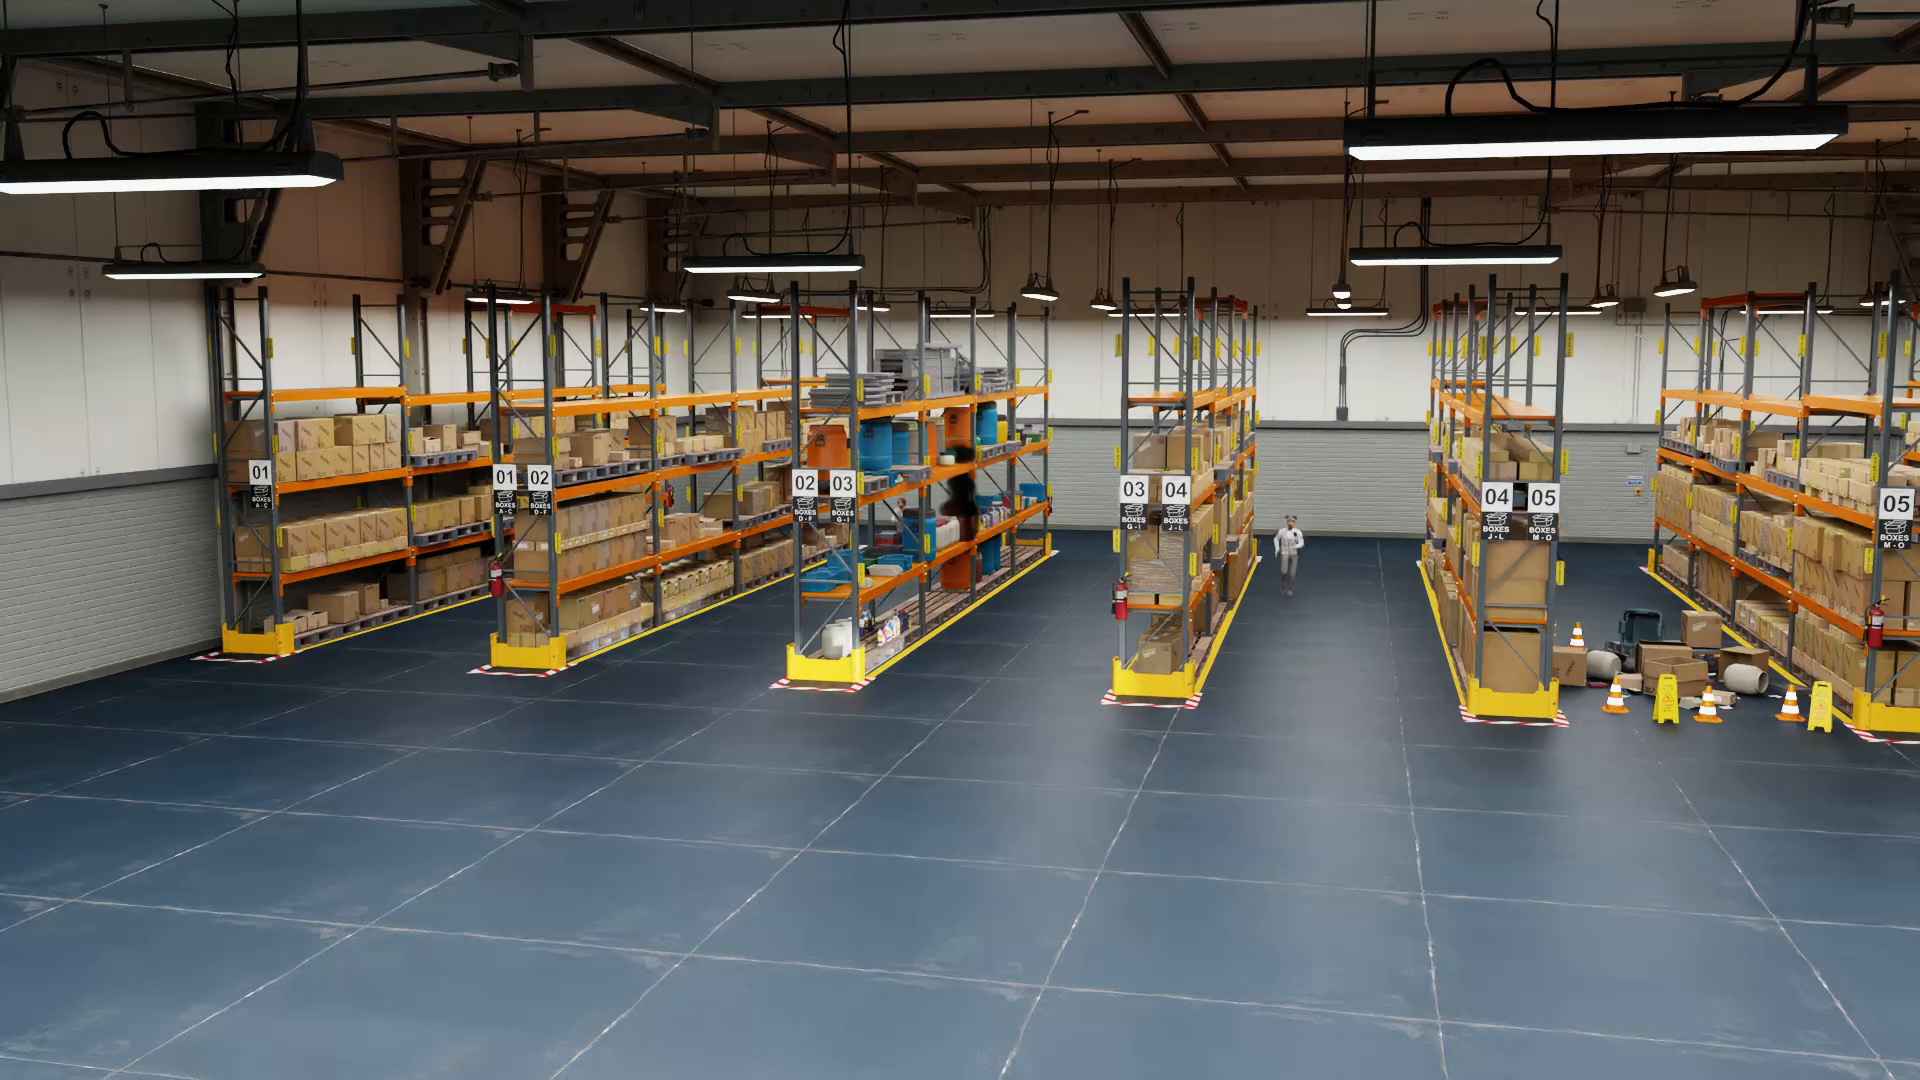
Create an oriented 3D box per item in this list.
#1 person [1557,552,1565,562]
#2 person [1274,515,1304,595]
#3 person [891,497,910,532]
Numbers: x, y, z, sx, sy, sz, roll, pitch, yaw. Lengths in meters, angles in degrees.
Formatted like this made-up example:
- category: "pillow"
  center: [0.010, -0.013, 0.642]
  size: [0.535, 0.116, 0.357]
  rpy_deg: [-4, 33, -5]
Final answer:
- category: "person"
  center: [13.530, -0.136, 38.374]
  size: [0.822, 1.516, 0.643]
  rpy_deg: [1, 7, 11]
- category: "person"
  center: [6.638, 0.309, 33.555]
  size: [0.572, 1.654, 0.620]
  rpy_deg: [1, 7, 7]
- category: "person"
  center: [-1.320, -0.233, 38.819]
  size: [0.545, 1.566, 0.903]
  rpy_deg: [1, 7, 5]
